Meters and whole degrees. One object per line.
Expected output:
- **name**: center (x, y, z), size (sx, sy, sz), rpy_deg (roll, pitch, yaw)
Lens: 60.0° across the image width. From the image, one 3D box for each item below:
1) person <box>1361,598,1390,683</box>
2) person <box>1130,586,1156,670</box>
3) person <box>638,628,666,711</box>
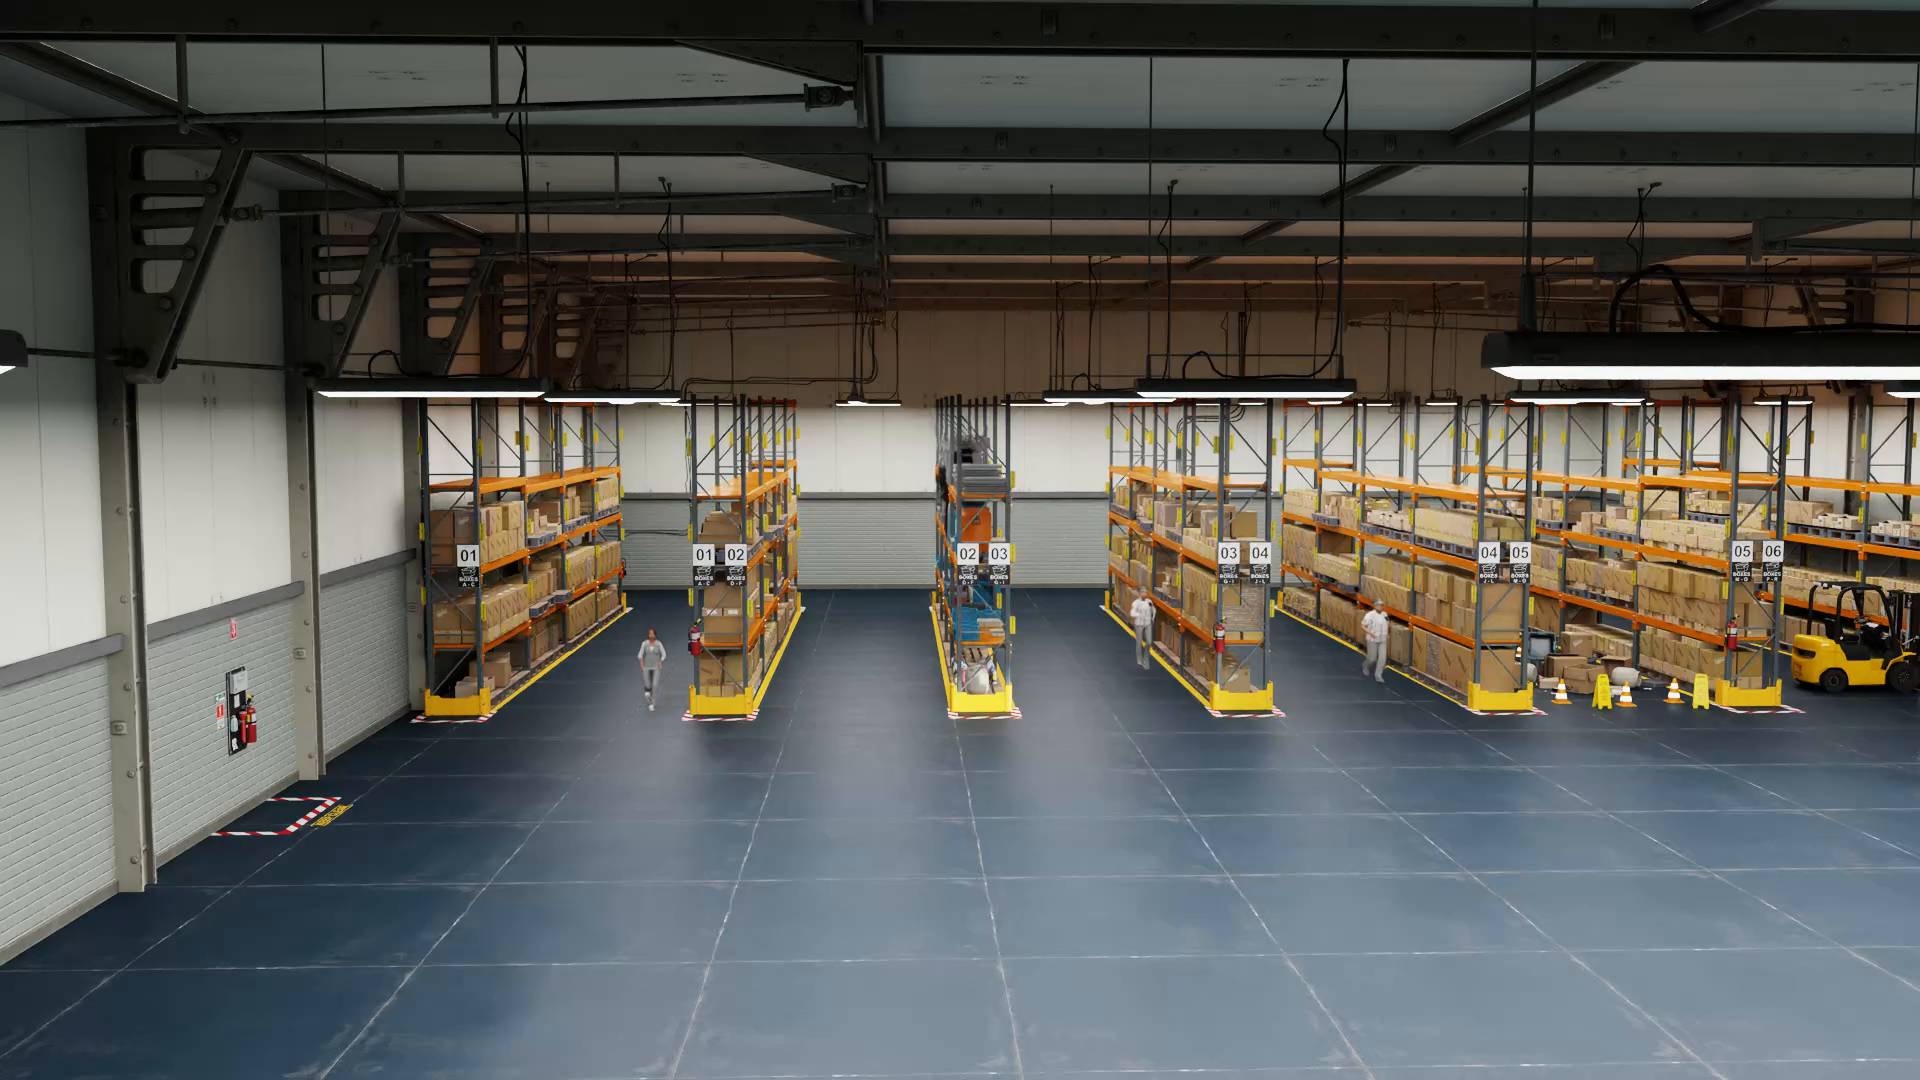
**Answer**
- **person**: center (8.768, 2.089, 35.005), size (0.660, 1.755, 0.772), rpy_deg (-1, 5, -11)
- **person**: center (3.887, 1.853, 35.064), size (0.593, 1.772, 0.637), rpy_deg (0, 5, -5)
- **person**: center (-5.884, 2.461, 31.711), size (0.498, 1.548, 0.555), rpy_deg (-1, 5, -10)
